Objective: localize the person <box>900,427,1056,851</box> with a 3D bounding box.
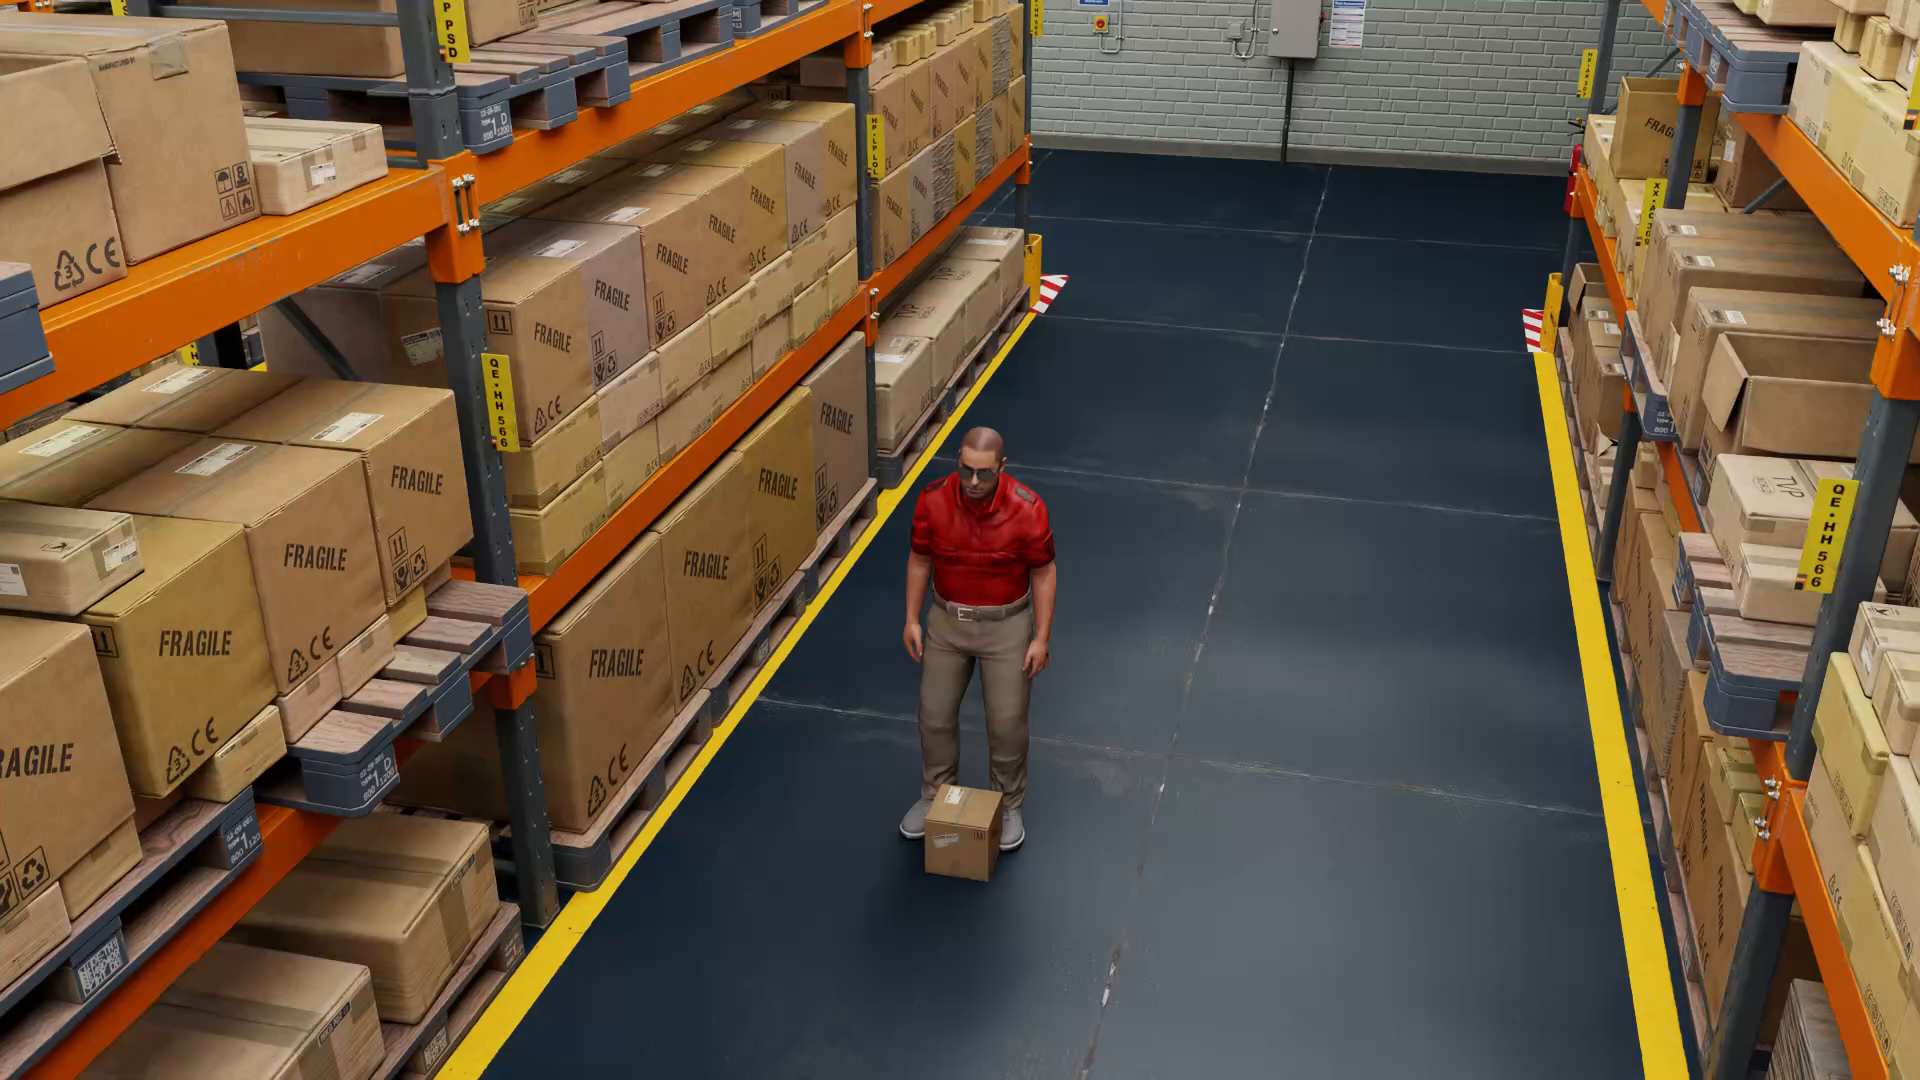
[{"bbox_3d":[0.067,0.358,6.363,0.583,1.726,0.394,6,26,12],"label":"person"}]
